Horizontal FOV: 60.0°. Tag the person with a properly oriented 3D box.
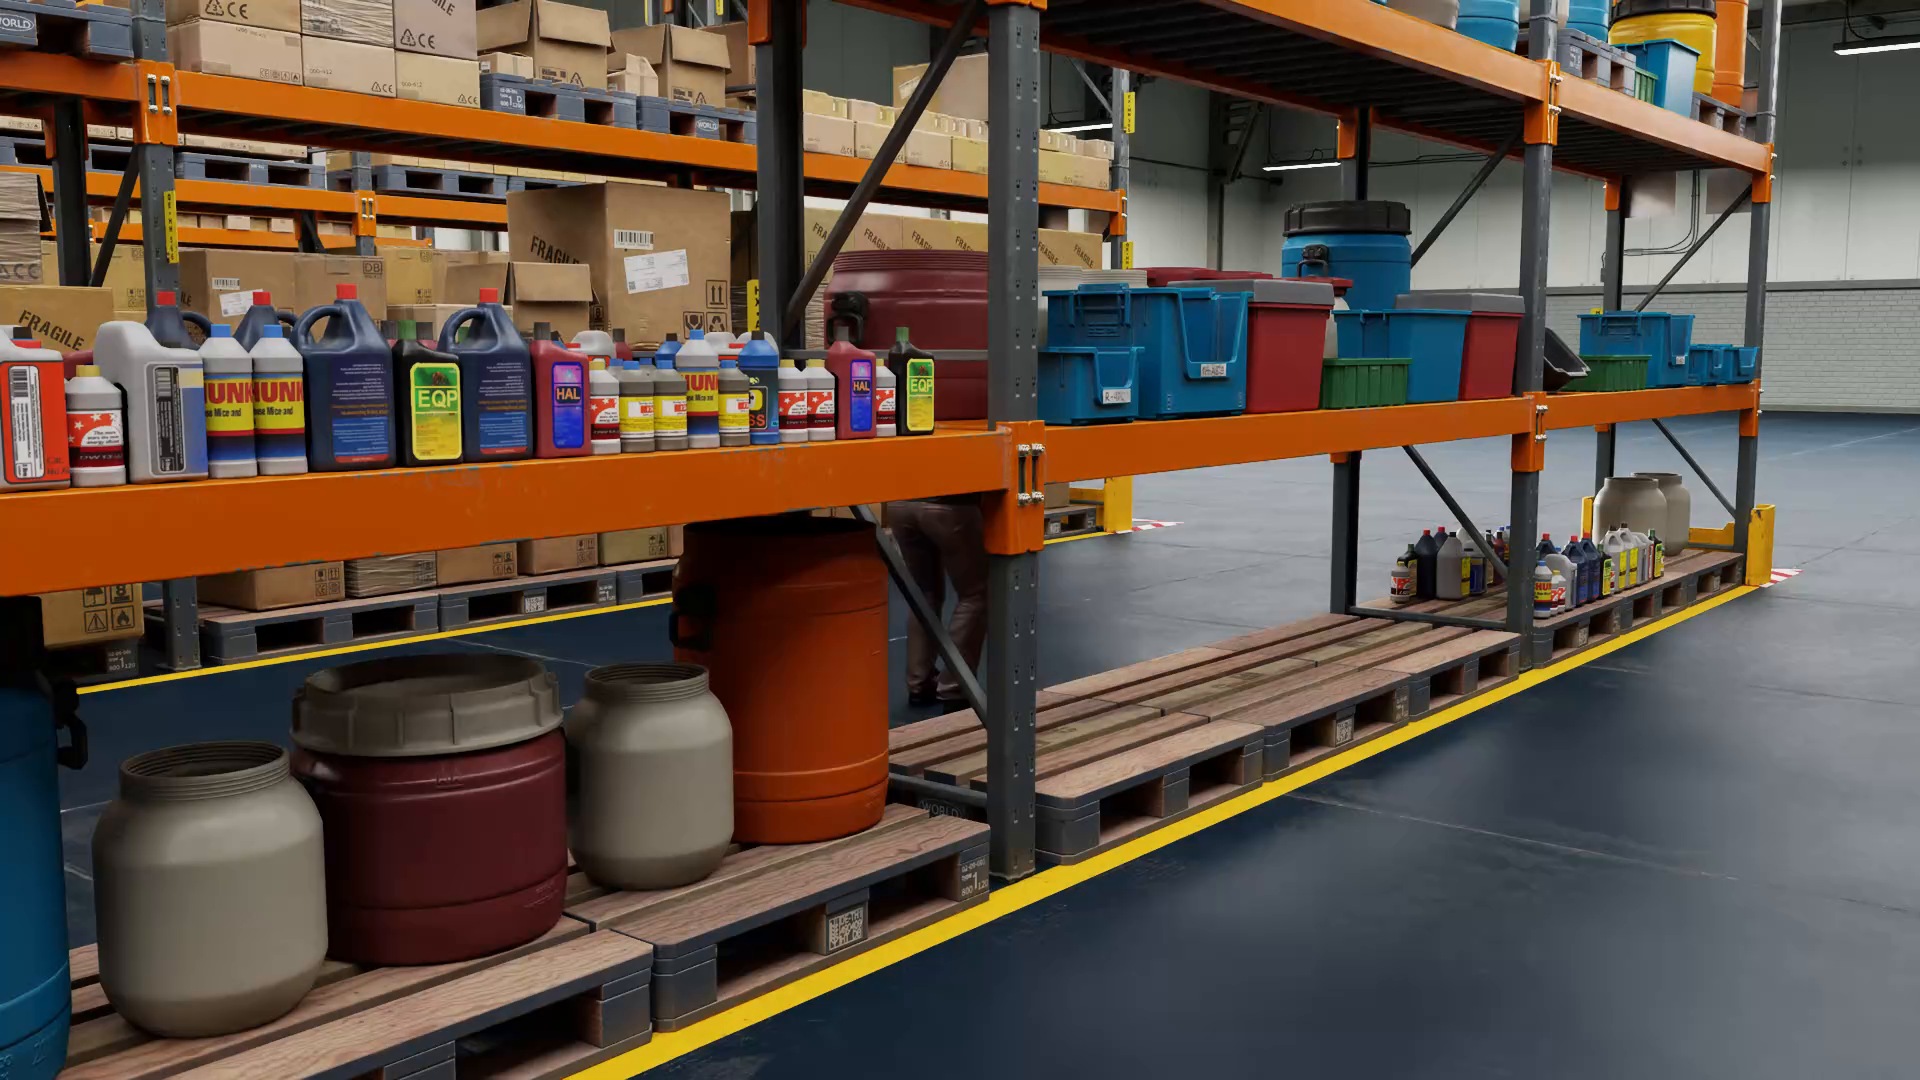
[{"bbox_3d":[-0.023,-0.095,7.141,0.475,1.616,0.623,5,8,37],"label":"person"}]
